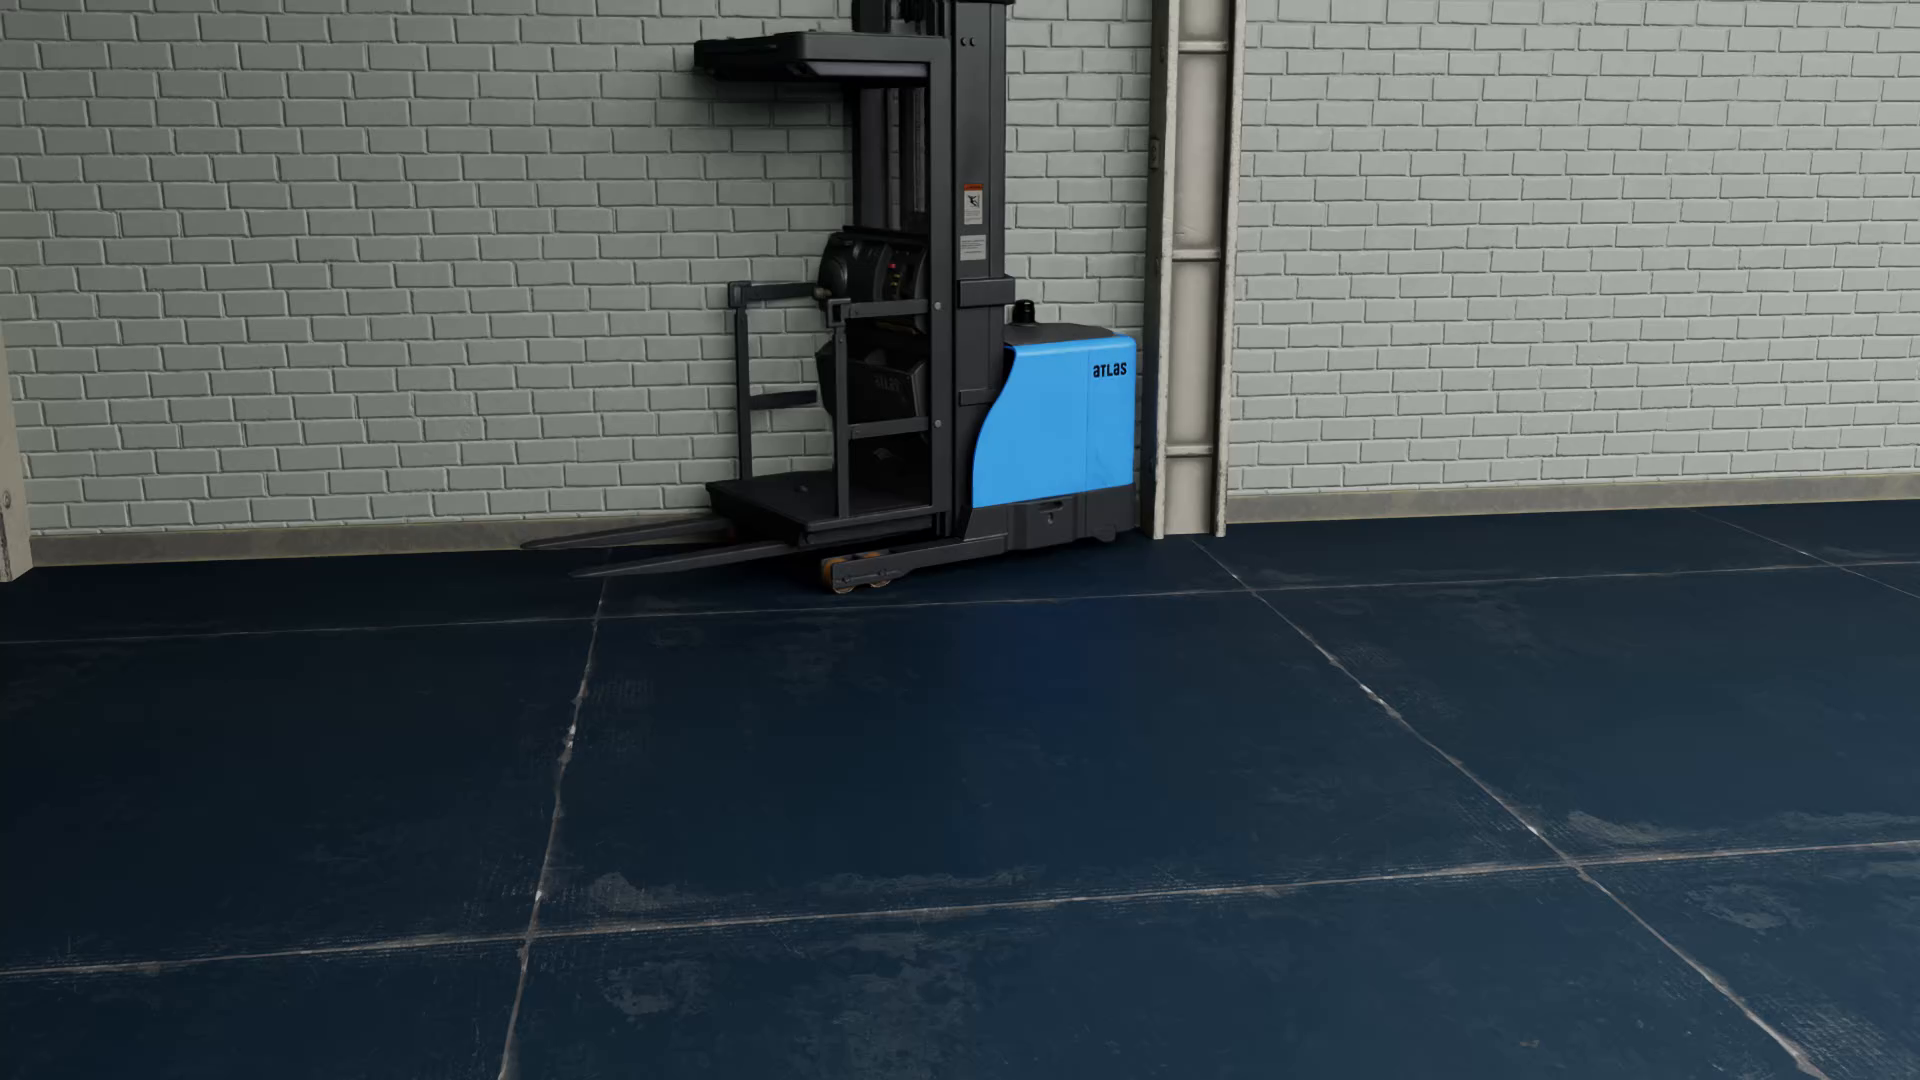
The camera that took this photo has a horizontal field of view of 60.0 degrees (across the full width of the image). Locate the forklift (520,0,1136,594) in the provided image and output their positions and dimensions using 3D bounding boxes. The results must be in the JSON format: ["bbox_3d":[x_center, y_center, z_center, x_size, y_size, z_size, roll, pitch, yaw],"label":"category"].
[{"bbox_3d":[-0.597,-1.317,7.946,3.031,2.935,1.130,-9,17,-32],"label":"forklift"}]

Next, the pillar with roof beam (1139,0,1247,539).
[{"bbox_3d":[1.829,-3.378,3.692,0.400,9.000,9.100,-2,14,-8],"label":"pillar with roof beam"}]

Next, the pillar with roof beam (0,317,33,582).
[{"bbox_3d":[-4.104,-3.161,2.825,0.400,9.000,9.100,-2,14,-8],"label":"pillar with roof beam"}]
